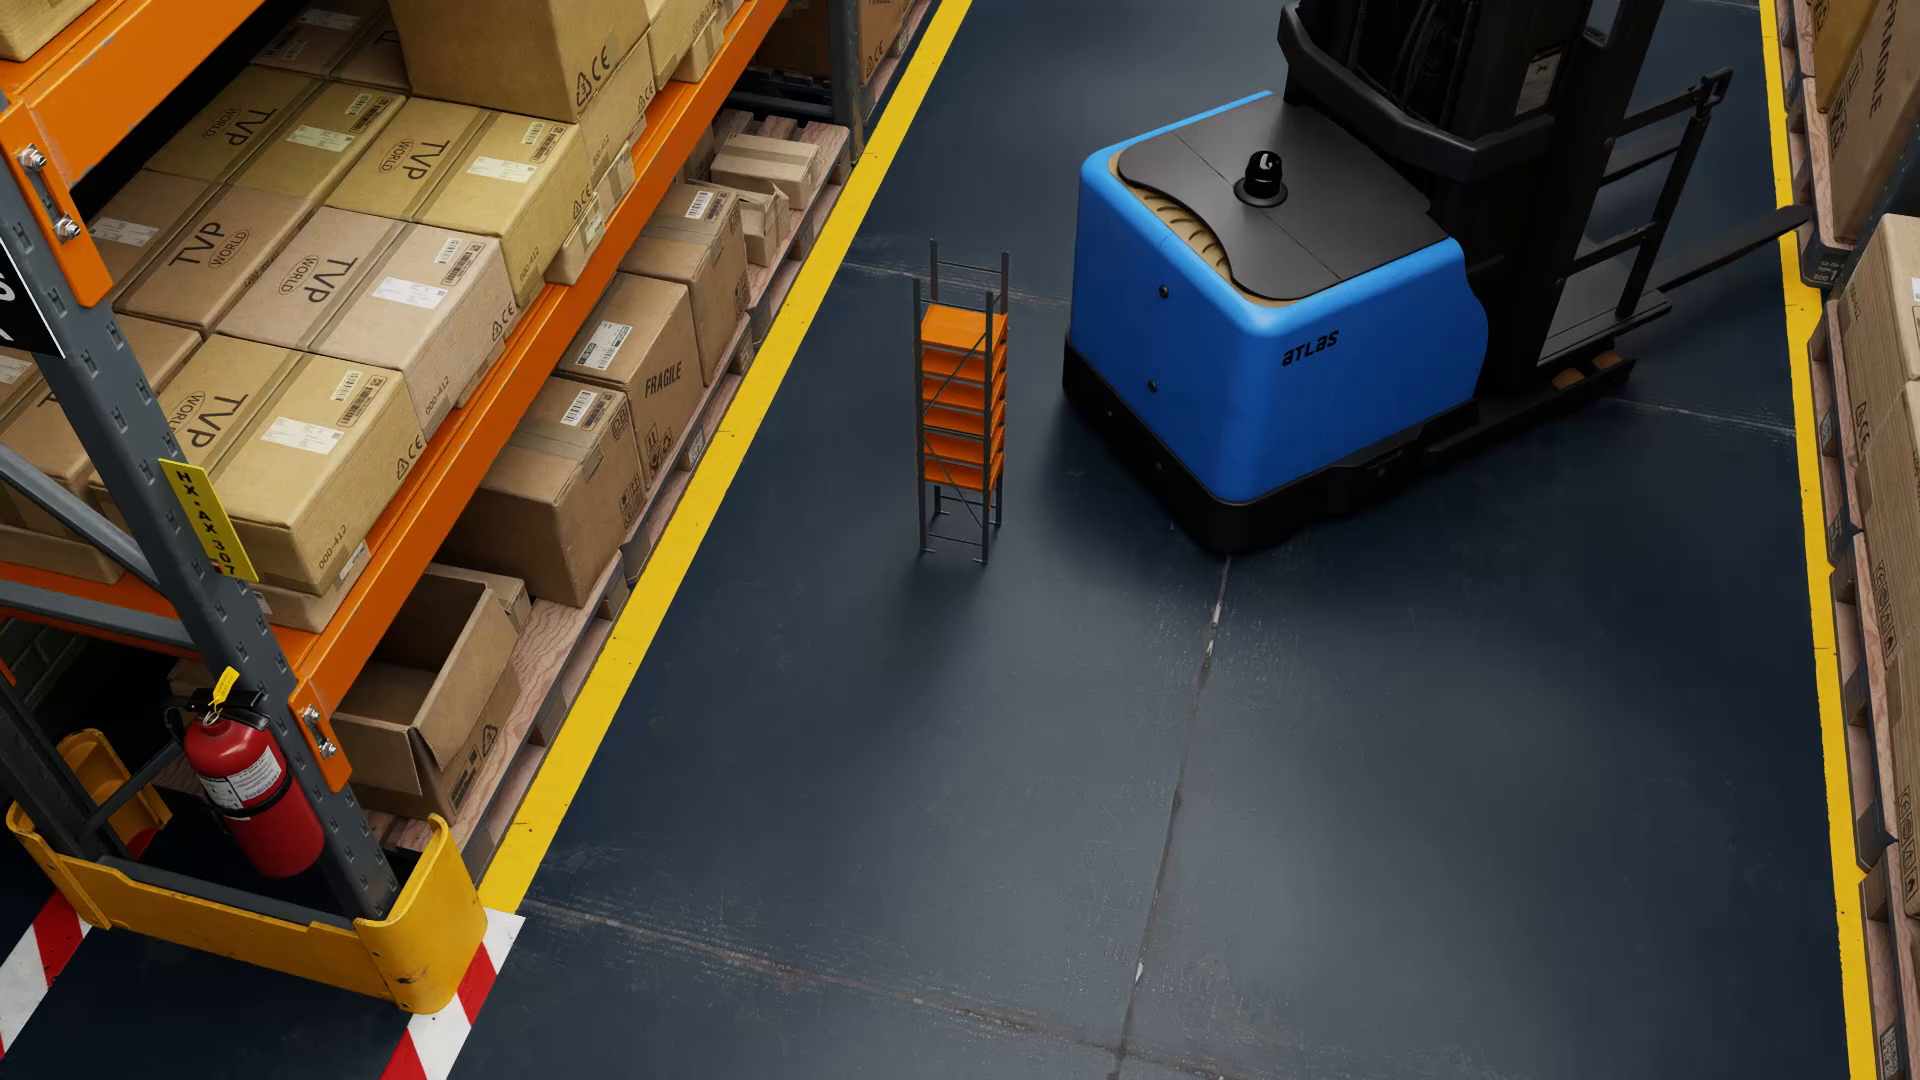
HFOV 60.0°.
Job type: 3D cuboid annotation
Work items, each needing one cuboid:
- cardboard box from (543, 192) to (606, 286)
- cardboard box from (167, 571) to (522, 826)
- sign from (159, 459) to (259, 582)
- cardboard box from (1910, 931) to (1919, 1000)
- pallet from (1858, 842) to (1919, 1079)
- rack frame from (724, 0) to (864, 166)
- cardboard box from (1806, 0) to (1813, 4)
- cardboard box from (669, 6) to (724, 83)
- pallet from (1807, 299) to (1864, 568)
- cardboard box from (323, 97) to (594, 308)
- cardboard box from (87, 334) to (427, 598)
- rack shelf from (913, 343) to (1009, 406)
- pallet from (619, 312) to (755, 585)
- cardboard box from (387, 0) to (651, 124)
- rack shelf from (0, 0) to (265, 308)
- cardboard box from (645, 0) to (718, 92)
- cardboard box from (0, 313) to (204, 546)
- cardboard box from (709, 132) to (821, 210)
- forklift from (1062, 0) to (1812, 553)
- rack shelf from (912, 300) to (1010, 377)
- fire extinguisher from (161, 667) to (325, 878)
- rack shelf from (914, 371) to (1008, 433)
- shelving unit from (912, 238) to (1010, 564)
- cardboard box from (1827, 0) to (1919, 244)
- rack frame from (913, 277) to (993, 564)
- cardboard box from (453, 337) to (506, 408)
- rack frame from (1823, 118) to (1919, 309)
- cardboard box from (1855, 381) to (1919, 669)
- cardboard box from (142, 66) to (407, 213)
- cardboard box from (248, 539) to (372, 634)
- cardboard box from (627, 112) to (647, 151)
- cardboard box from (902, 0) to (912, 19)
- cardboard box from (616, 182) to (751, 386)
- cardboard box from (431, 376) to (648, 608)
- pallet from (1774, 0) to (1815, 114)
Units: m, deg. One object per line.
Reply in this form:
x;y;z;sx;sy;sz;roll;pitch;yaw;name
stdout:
-1.231;-0.877;4.691;0.380;0.149;0.250;10;49;9;cardboard box
-1.717;0.409;4.773;0.797;0.503;0.637;10;49;9;cardboard box
-1.446;-0.034;3.202;0.100;0.325;0.005;12;50;10;sign
2.897;1.334;4.001;0.875;0.438;0.875;10;49;9;cardboard box
2.955;1.451;4.328;1.003;0.211;1.213;12;50;10;pallet
-0.917;-2.748;6.174;1.000;3.000;0.127;12;50;10;rack frame
4.425;-2.972;7.510;0.875;0.875;0.875;12;50;10;cardboard box
-0.985;-1.624;5.350;0.380;0.149;0.250;11;49;9;cardboard box
3.597;-0.313;5.886;1.003;0.211;1.213;12;50;10;pallet
-1.327;-0.910;4.454;0.500;0.250;0.500;11;49;9;cardboard box
-1.590;-0.178;3.808;0.500;0.250;0.500;12;50;10;cardboard box
0.004;-0.537;5.163;0.258;0.103;0.180;12;50;10;rack shelf
-1.418;-0.443;6.000;1.003;0.211;1.213;12;50;10;pallet
-1.196;-1.511;4.485;0.500;0.500;0.500;13;50;11;cardboard box
-1.443;-2.055;4.043;1.077;0.370;4.000;12;50;10;rack shelf
-1.077;-1.656;5.113;0.500;0.250;0.500;11;50;10;cardboard box
-2.104;-0.288;3.905;0.500;0.250;0.500;13;50;11;cardboard box
-0.780;-1.482;6.679;0.380;0.149;0.250;10;49;9;cardboard box
1.911;-1.761;5.349;3.031;2.935;1.130;-24;53;-20;forklift
0.004;-0.616;5.073;0.258;0.103;0.180;12;50;10;rack shelf
-1.562;0.492;3.615;0.296;0.674;0.183;12;50;10;fire extinguisher
0.004;-0.457;5.253;0.258;0.103;0.180;12;50;10;rack shelf
0.004;-0.407;5.309;0.258;1.200;0.189;12;50;10;shelving unit
3.959;-1.671;6.361;0.875;0.875;0.875;13;50;11;cardboard box
-0.020;-0.341;5.251;0.240;1.200;0.006;12;50;10;rack frame
-1.435;-0.516;4.372;0.380;0.149;0.250;13;50;11;cardboard box
3.873;-1.771;5.312;1.000;3.000;0.127;12;50;10;rack frame
3.369;0.019;5.162;0.875;0.438;0.875;10;49;9;cardboard box
-1.833;-1.018;4.550;0.500;0.250;0.500;13;50;11;cardboard box
-1.618;0.045;3.877;0.380;0.149;0.250;11;50;10;cardboard box
-1.180;-1.271;5.039;0.380;0.149;0.250;11;50;10;cardboard box
-0.442;-2.752;7.565;0.500;0.500;0.500;11;49;10;cardboard box
-1.181;-0.951;5.976;0.700;0.500;0.500;10;49;9;cardboard box
-1.455;-0.200;5.313;0.700;0.500;0.500;13;50;12;cardboard box
4.322;-2.306;7.645;1.003;0.211;1.213;12;50;10;pallet
